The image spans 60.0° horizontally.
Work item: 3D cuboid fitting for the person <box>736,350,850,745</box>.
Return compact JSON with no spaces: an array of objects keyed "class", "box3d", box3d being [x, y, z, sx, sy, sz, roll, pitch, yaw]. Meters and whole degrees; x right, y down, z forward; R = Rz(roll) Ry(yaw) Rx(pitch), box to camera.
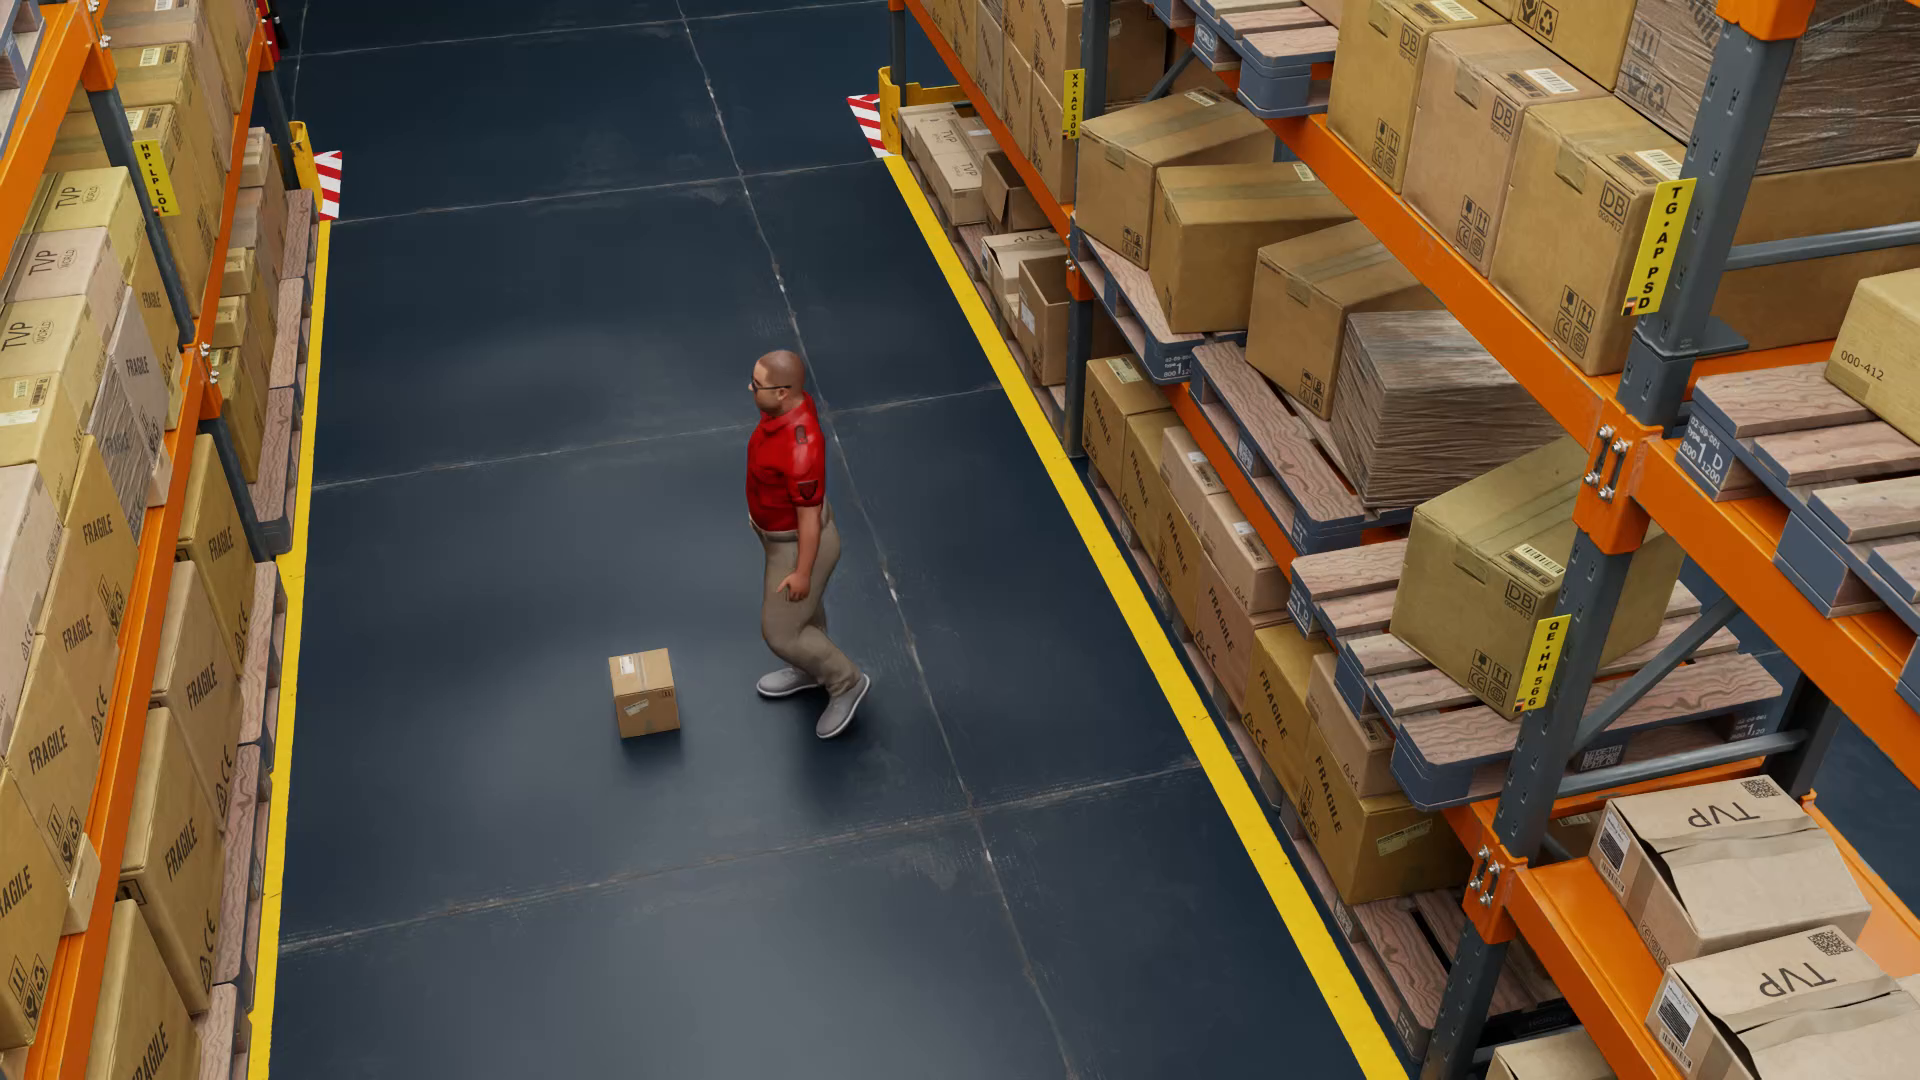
[{"class":"person","box3d":[-0.698,0.010,6.720,0.407,1.759,0.585,-8,39,-10]}]
